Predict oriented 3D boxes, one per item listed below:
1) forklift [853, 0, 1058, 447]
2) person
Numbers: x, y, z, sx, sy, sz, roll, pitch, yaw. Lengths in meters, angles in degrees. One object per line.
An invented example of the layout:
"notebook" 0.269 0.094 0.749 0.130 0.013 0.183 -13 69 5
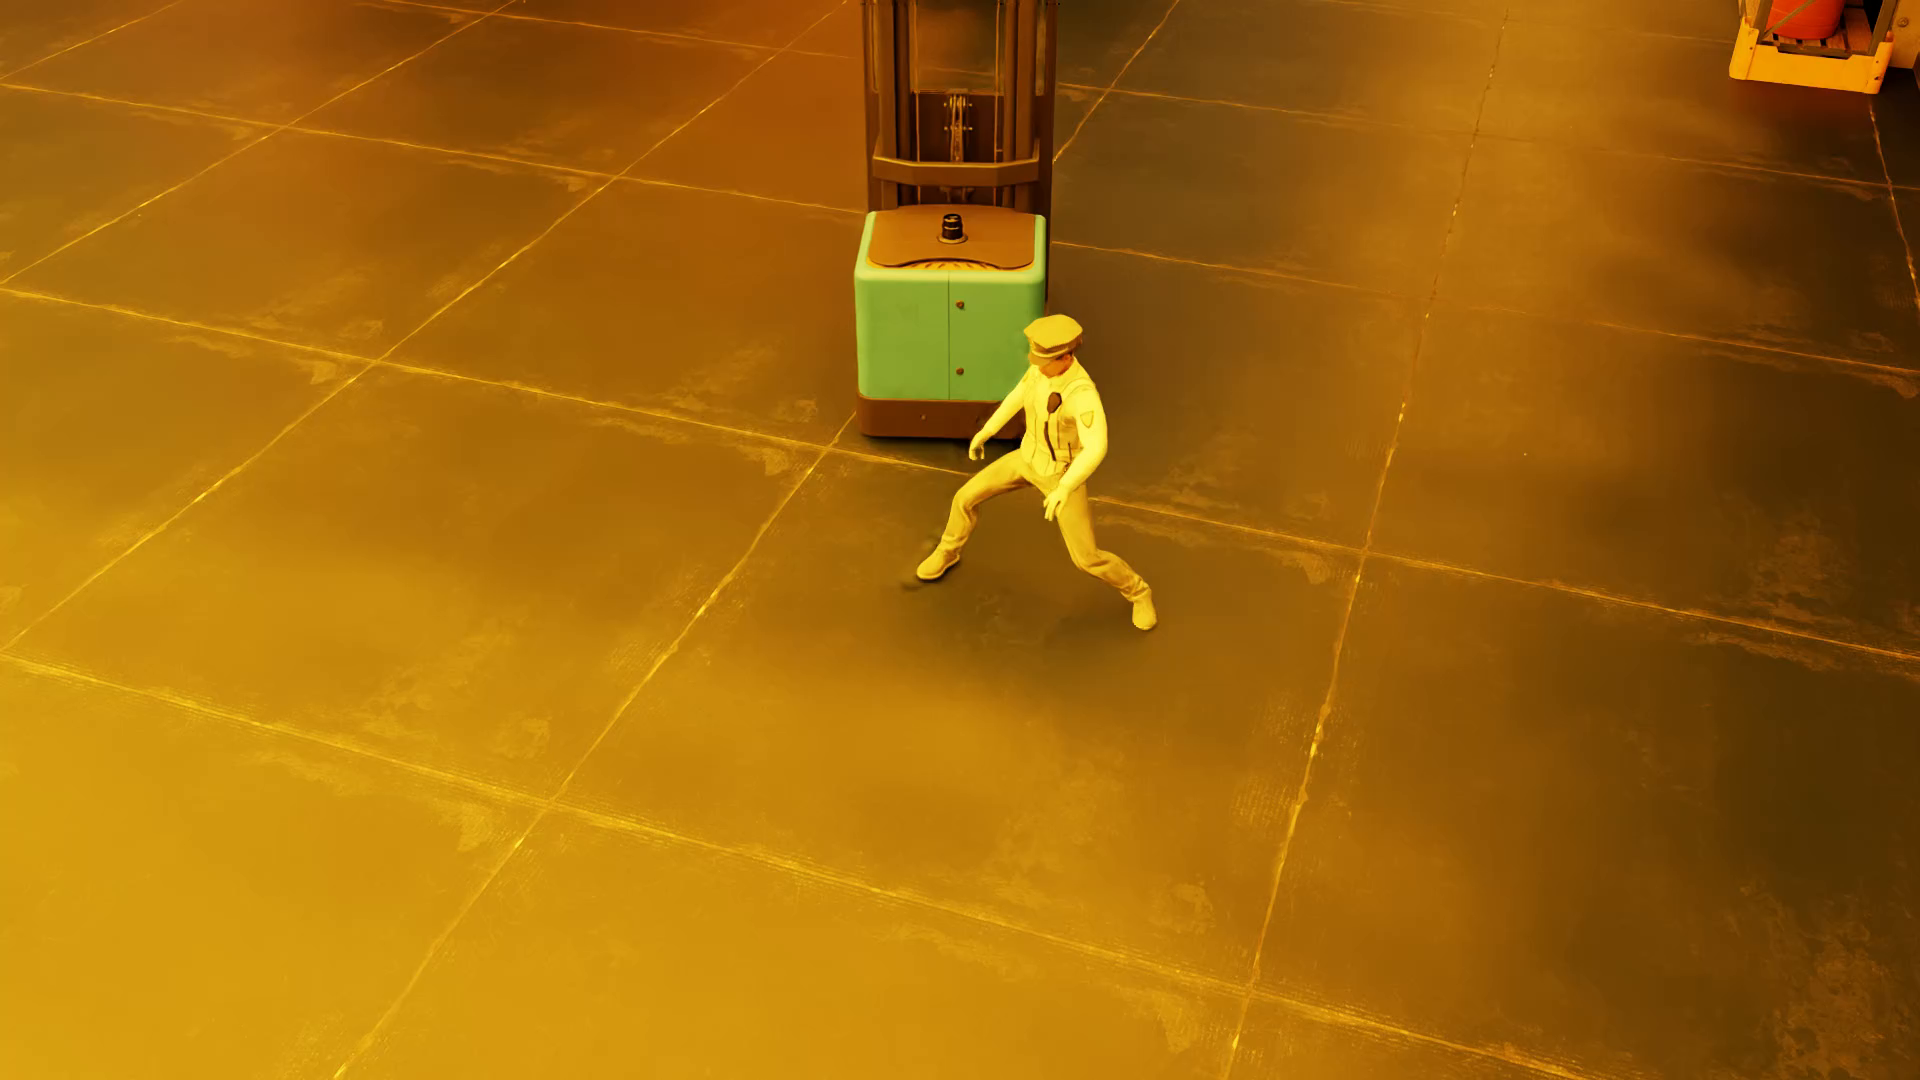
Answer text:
"forklift" 0.007 -2.540 9.694 1.130 2.935 3.031 2 35 2
"person" 0.546 -0.339 7.840 0.682 1.543 0.882 -14 38 -19
